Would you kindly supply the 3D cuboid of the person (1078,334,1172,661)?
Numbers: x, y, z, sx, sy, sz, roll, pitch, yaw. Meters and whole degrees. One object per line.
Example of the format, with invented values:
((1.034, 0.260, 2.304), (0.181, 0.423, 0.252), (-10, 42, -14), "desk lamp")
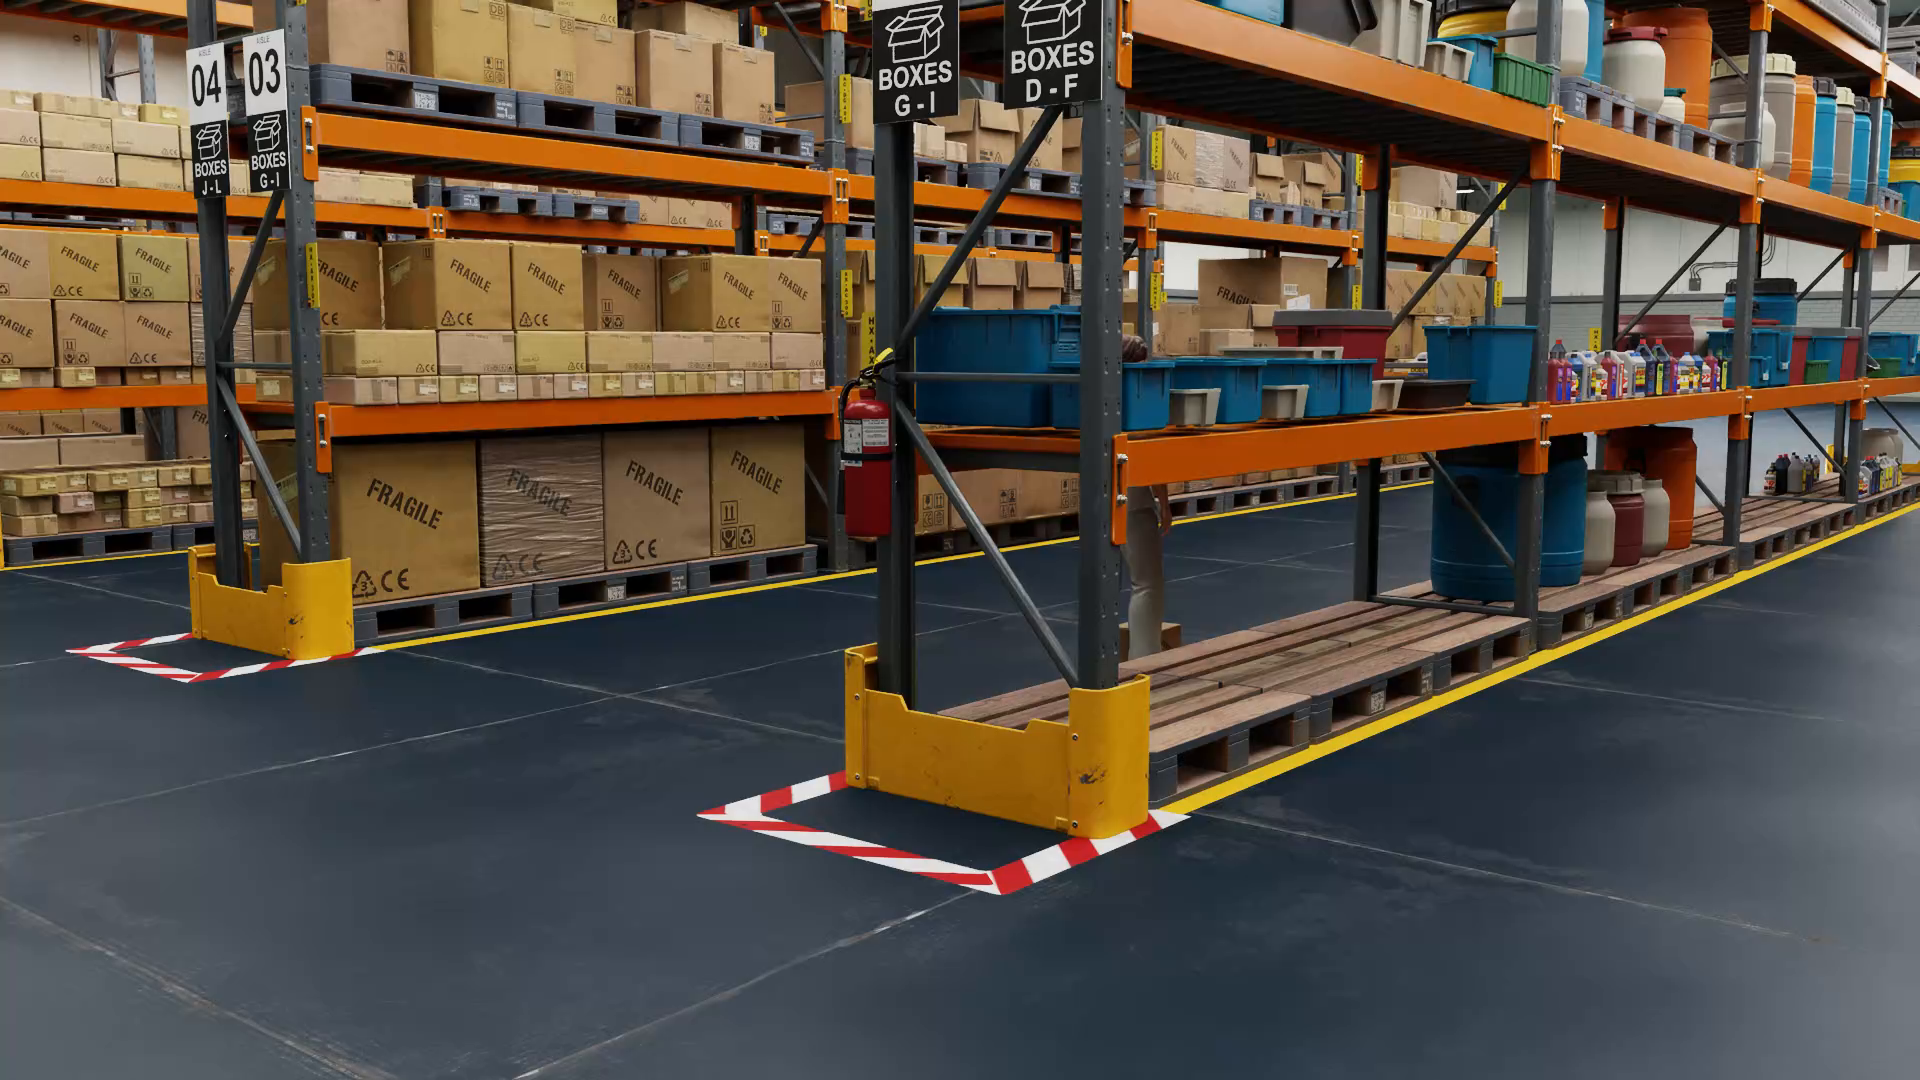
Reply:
((0.778, -0.134, 7.875), (0.491, 1.673, 0.353), (5, 9, 38), "person")
